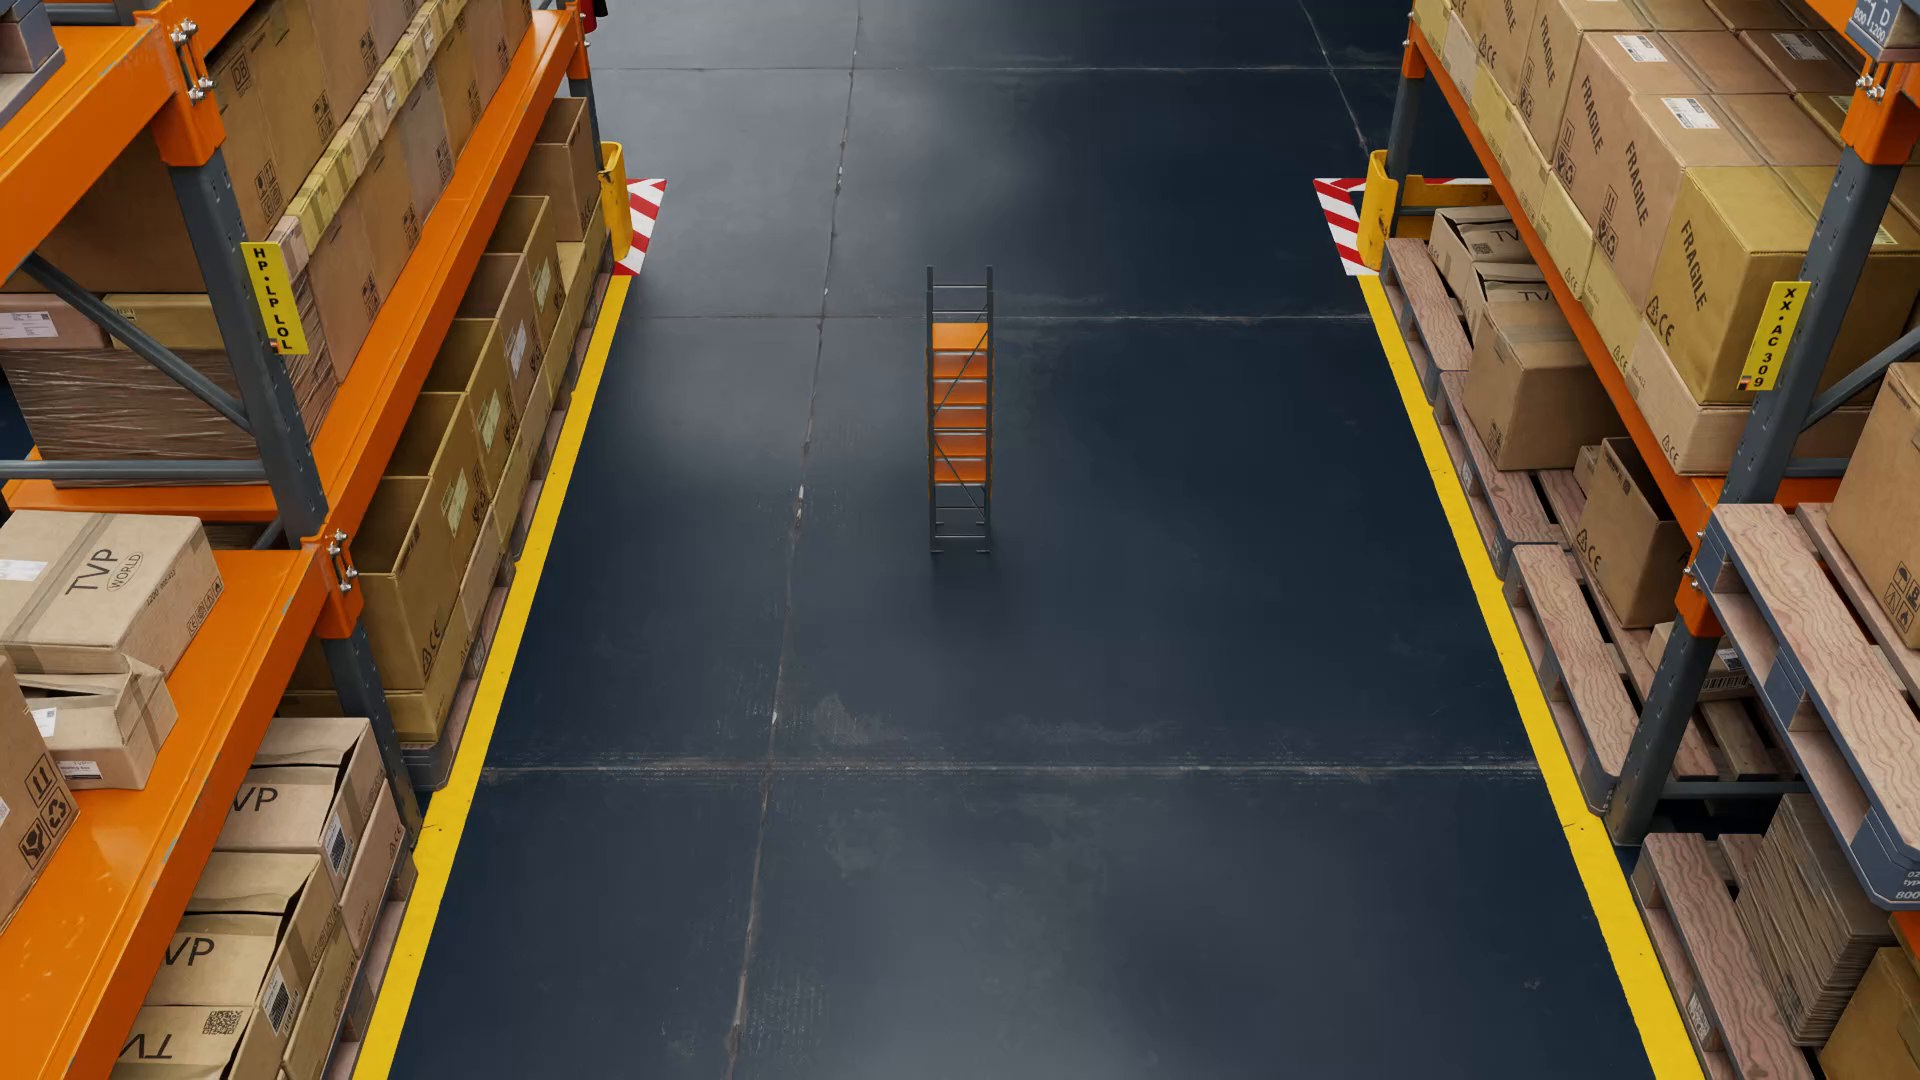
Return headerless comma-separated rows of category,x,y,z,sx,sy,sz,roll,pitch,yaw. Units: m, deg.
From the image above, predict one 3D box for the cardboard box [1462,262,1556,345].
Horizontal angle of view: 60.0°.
cardboard box,2.563,-1.028,7.433,0.500,0.311,0.500,3,39,4

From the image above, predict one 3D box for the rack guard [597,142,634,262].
rack guard,-2.302,-1.729,8.507,1.175,0.500,0.348,0,39,0

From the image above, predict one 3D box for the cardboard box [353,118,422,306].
cardboard box,-2.308,-1.148,5.704,0.700,0.500,0.500,1,39,1

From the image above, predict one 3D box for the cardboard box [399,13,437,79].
cardboard box,-2.107,-1.772,5.964,0.380,0.149,0.250,-1,39,-1

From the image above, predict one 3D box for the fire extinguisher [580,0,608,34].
fire extinguisher,-1.838,-2.733,7.824,0.296,0.674,0.183,0,39,0

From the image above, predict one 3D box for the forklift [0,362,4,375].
forklift,-5.167,-1.984,6.882,3.031,2.935,1.130,-16,42,-19

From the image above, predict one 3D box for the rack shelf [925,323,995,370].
rack shelf,0.000,-0.724,6.189,0.258,0.103,0.180,0,39,0

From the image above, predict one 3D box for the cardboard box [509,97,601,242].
cardboard box,-2.004,-1.737,7.783,0.500,0.500,0.500,0,39,0

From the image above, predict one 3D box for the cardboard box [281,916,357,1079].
cardboard box,-2.008,1.297,4.596,0.500,0.250,0.500,-1,39,-1

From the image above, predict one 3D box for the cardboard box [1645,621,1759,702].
cardboard box,2.626,0.406,5.759,0.380,0.166,0.250,-5,39,-6

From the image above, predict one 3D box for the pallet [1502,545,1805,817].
pallet,2.620,0.475,5.989,1.003,0.211,1.213,0,39,0

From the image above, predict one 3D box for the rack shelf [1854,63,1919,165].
rack shelf,2.658,0.167,2.319,1.077,0.370,4.000,0,39,0

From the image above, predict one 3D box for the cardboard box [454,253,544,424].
cardboard box,-1.989,-0.799,6.612,0.500,0.500,0.500,0,39,0

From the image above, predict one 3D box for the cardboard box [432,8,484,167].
cardboard box,-2.314,-1.797,6.514,0.700,0.500,0.500,0,39,0

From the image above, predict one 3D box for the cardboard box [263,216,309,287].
cardboard box,-2.105,-0.805,4.757,0.380,0.149,0.250,0,39,1

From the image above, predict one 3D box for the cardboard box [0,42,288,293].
cardboard box,-2.304,-1.010,4.495,0.700,0.500,0.500,0,39,0

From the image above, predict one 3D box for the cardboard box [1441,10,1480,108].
cardboard box,2.349,-2.014,6.969,0.500,0.250,0.500,-1,39,-1

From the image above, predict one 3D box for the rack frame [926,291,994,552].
rack frame,0.000,-0.420,6.315,0.240,1.200,0.006,0,39,0

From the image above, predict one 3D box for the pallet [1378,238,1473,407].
pallet,2.617,-1.051,7.893,1.003,0.211,1.213,0,39,0

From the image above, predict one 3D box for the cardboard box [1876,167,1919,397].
cardboard box,2.864,-0.730,4.766,0.500,0.500,0.500,-1,39,-1

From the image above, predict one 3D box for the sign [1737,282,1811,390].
sign,2.114,-0.526,4.316,0.100,0.325,0.005,0,39,0

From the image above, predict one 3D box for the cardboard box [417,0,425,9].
cardboard box,-2.307,-2.265,6.061,0.700,0.500,0.500,0,39,0

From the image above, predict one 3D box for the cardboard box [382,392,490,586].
cardboard box,-1.993,-0.174,5.832,0.500,0.500,0.500,0,39,0

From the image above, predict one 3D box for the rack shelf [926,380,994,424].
rack shelf,0.000,-0.536,6.339,0.258,0.103,0.180,0,39,0

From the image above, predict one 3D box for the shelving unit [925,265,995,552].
shelving unit,0.000,-0.477,6.386,0.258,1.200,0.189,0,39,0

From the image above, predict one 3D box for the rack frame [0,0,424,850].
rack frame,-2.298,-0.188,4.586,1.000,3.000,0.127,0,39,0

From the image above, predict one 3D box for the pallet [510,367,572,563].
pallet,-2.261,-0.362,7.033,1.003,0.211,1.213,0,39,0

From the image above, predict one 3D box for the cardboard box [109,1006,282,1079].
cardboard box,-2.005,1.393,4.028,0.500,0.311,0.500,0,39,0

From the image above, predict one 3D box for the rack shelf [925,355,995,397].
rack shelf,0.000,-0.630,6.264,0.258,0.103,0.180,0,39,0

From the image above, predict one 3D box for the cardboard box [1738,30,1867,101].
cardboard box,2.873,-1.365,5.559,0.500,0.500,0.500,1,39,1

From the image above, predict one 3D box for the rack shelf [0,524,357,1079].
rack shelf,-2.295,1.344,3.250,1.077,0.370,4.000,0,39,0

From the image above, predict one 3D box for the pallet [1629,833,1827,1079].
pallet,2.659,1.381,4.857,1.003,0.211,1.213,0,39,0

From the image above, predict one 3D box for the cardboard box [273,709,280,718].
cardboard box,-2.517,0.432,5.676,0.500,0.250,0.500,0,39,0

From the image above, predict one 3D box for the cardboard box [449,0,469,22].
cardboard box,-2.110,-2.097,6.370,0.380,0.149,0.250,1,39,1

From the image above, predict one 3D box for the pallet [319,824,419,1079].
pallet,-2.258,1.361,4.883,1.003,0.211,1.213,0,39,0

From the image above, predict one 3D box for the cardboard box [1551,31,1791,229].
cardboard box,2.350,-1.358,5.550,0.500,0.500,0.500,-1,39,-1

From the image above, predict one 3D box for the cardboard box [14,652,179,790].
cardboard box,-2.113,0.414,3.942,0.396,0.266,0.258,-1,39,-1

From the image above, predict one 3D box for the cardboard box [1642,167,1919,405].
cardboard box,2.346,-0.731,4.768,0.500,0.500,0.500,0,39,0

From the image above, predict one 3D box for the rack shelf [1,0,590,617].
rack shelf,-2.300,-1.158,6.371,1.077,0.370,4.000,0,39,0

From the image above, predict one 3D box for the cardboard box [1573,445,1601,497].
cardboard box,2.674,-0.253,6.595,0.380,0.149,0.250,-3,39,-4

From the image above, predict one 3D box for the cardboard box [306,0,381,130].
cardboard box,-2.306,-1.640,5.280,0.700,0.500,0.500,0,39,0

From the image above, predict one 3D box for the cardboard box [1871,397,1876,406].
cardboard box,2.870,-0.437,5.001,0.500,0.250,0.500,0,39,0

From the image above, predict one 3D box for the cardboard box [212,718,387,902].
cardboard box,-2.010,0.756,4.823,0.500,0.311,0.500,0,39,0

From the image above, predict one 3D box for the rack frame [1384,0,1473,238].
rack frame,2.652,-2.695,7.714,1.000,3.000,0.127,0,39,0

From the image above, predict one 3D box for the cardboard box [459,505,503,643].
cardboard box,-1.990,0.119,6.066,0.500,0.250,0.500,0,39,0

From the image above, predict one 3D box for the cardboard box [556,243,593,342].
cardboard box,-1.993,-1.132,7.627,0.500,0.250,0.500,0,39,0

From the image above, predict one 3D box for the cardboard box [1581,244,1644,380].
cardboard box,2.360,-0.750,5.392,0.500,0.250,0.500,0,39,0

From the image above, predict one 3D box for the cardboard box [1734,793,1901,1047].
cardboard box,2.674,1.070,4.663,0.700,0.500,0.500,1,39,1

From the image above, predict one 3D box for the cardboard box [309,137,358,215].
cardboard box,-2.108,-1.130,5.163,0.380,0.149,0.250,0,39,0

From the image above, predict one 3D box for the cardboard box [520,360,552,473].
cardboard box,-1.992,-0.507,6.847,0.500,0.250,0.500,0,39,0

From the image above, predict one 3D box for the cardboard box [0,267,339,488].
cardboard box,-2.304,-0.504,4.901,0.700,0.500,0.500,-1,39,-1

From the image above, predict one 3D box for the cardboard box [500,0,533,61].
cardboard box,-2.314,-2.436,7.311,0.700,0.500,0.500,0,39,0

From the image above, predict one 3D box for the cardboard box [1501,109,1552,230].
cardboard box,2.342,-1.379,6.177,0.500,0.250,0.500,0,39,0

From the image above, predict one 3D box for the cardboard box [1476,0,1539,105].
cardboard box,2.336,-2.006,6.359,0.500,0.500,0.500,-1,39,-2

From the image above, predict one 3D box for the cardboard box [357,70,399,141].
cardboard box,-2.110,-1.454,5.567,0.380,0.149,0.250,-1,39,-1

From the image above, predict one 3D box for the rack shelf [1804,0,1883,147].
rack shelf,2.654,-2.334,5.441,1.077,0.370,4.000,0,39,0

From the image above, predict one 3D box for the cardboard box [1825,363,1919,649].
cardboard box,2.623,-0.086,4.027,0.700,0.500,0.500,0,39,0
